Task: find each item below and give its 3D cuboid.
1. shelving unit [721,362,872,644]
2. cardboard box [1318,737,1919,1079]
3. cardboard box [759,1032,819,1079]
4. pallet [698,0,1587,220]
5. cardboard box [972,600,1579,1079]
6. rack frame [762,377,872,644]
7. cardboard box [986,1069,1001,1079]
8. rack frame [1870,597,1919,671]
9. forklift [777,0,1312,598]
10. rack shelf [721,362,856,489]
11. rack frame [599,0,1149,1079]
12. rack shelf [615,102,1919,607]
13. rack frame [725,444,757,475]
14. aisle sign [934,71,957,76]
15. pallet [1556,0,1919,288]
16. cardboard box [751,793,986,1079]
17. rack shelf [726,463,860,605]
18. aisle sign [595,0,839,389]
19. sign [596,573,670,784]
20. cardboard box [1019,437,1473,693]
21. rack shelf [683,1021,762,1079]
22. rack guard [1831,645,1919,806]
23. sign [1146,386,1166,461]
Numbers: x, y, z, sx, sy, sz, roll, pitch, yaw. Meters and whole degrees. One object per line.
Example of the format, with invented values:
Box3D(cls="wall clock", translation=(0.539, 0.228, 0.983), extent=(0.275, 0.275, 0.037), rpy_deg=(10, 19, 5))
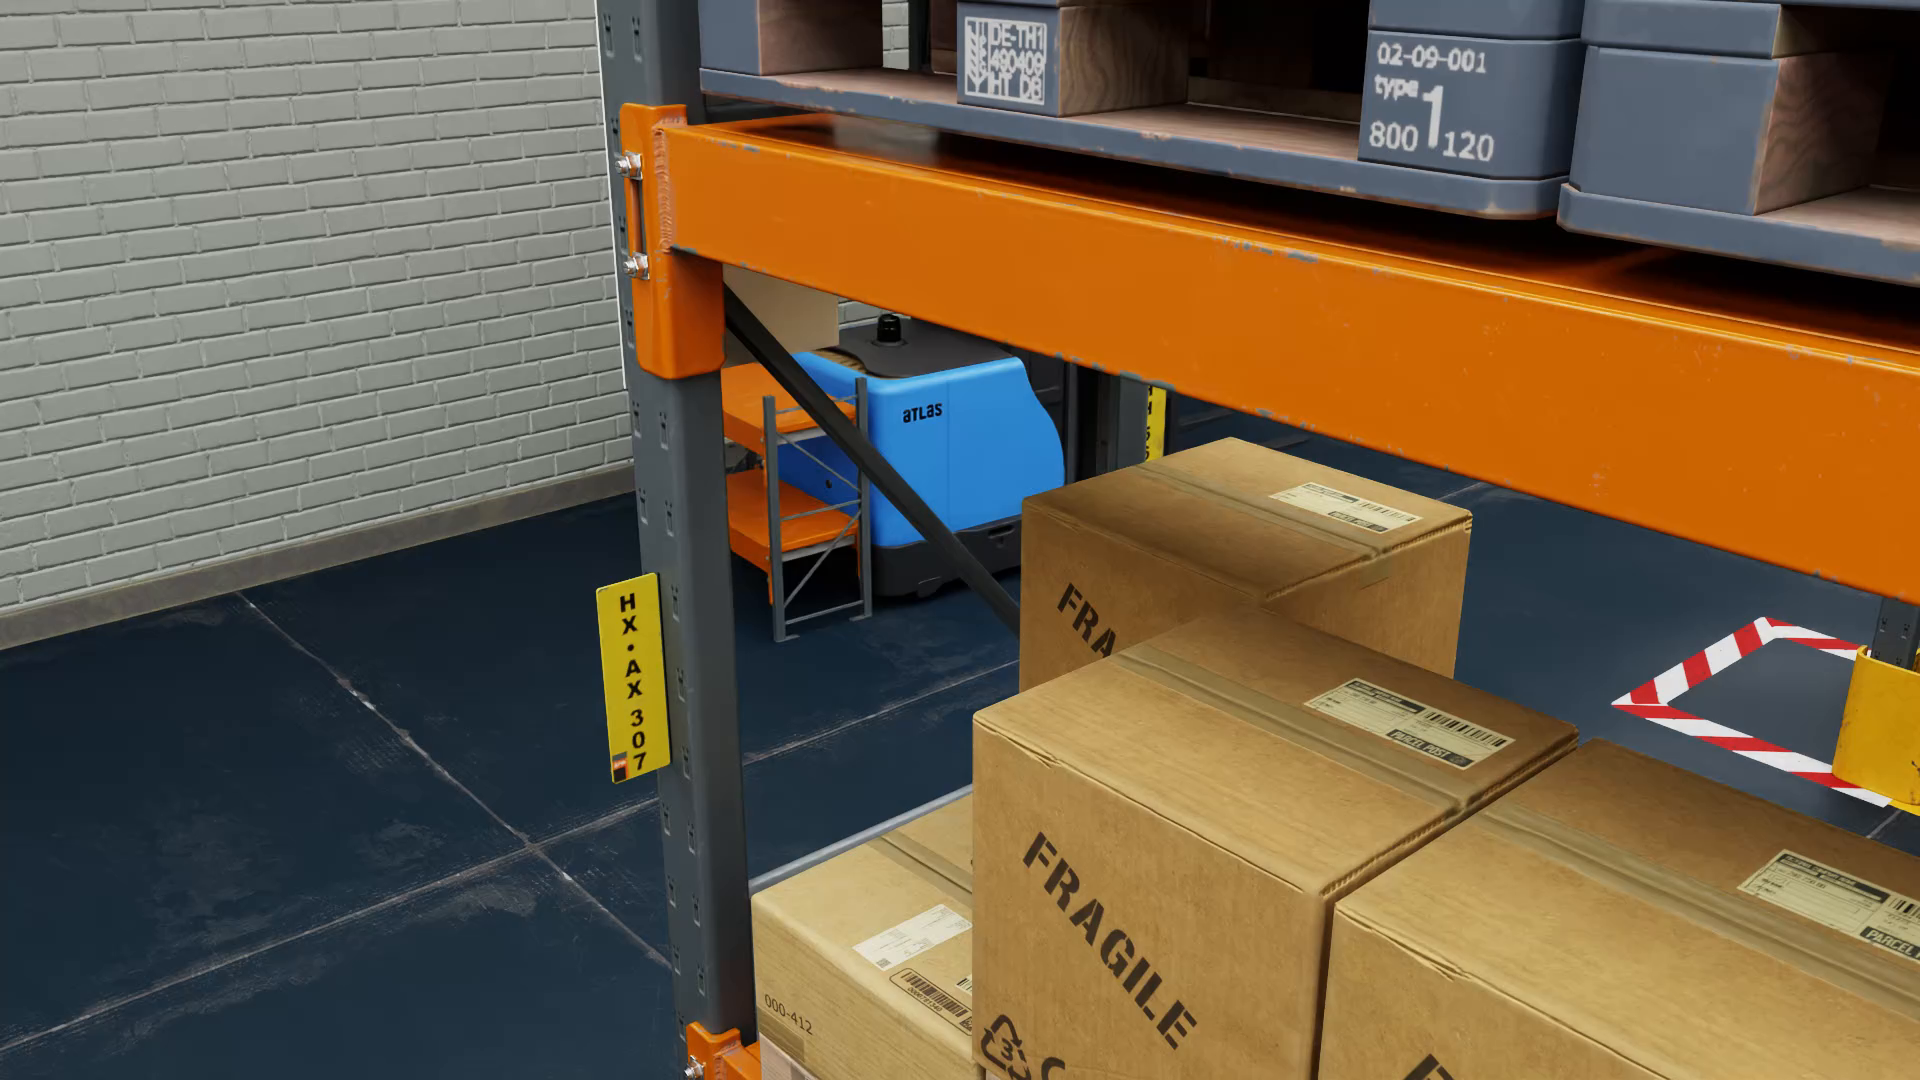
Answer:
Box3D(cls="shelving unit", translation=(-0.912, -0.276, 7.644), extent=(0.538, 1.125, 1.048), rpy_deg=(-15, 26, -33))
Box3D(cls="cardboard box", translation=(0.706, 0.581, 1.657), extent=(0.500, 0.500, 0.500), rpy_deg=(-18, 28, -39))
Box3D(cls="cardboard box", translation=(-0.090, 0.816, 2.633), extent=(0.380, 0.149, 0.250), rpy_deg=(-17, 27, -37))
Box3D(cls="pallet", translation=(0.420, -0.631, 1.990), extent=(1.003, 0.211, 1.213), rpy_deg=(-17, 27, -37))
Box3D(cls="cardboard box", translation=(0.363, 0.439, 2.019), extent=(0.500, 0.500, 0.500), rpy_deg=(-18, 28, -39))
Box3D(cls="rack frame", translation=(-0.612, -0.126, 7.262), extent=(0.500, 1.125, 0.032), rpy_deg=(-15, 26, -33))
Box3D(cls="cardboard box", translation=(0.381, 0.792, 2.146), extent=(0.500, 0.250, 0.500), rpy_deg=(-18, 28, -38))
Box3D(cls="rack frame", translation=(3.752, -0.631, 5.982), extent=(1.000, 3.000, 0.127), rpy_deg=(-17, 27, -37))
Box3D(cls="forklift", translation=(0.566, -1.504, 8.306), extent=(3.031, 2.935, 1.130), rpy_deg=(-15, 26, -34))
Box3D(cls="rack shelf", translation=(-0.912, -0.548, 7.537), extent=(0.538, 0.278, 1.000), rpy_deg=(-15, 26, -33))
Box3D(cls="rack frame", translation=(-0.069, 0.521, 3.040), extent=(0.949, 2.616, 0.053), rpy_deg=(-17, 27, -37))
Box3D(cls="rack shelf", translation=(1.234, 0.013, 1.212), extent=(1.077, 0.370, 4.000), rpy_deg=(-17, 27, -37))
Box3D(cls="rack frame", translation=(-1.211, -0.426, 8.027), extent=(0.500, 1.125, 0.032), rpy_deg=(-15, 26, -33))
Box3D(cls="aisle sign", translation=(0.109, -0.780, 2.797), extent=(0.394, 0.787, 0.004), rpy_deg=(-17, 27, -37))
Box3D(cls="pallet", translation=(1.221, -0.294, 1.129), extent=(1.003, 0.211, 1.213), rpy_deg=(-17, 27, -37))
Box3D(cls="cardboard box", translation=(0.037, 0.650, 2.509), extent=(0.500, 0.250, 0.500), rpy_deg=(-18, 28, -39))
Box3D(cls="rack shelf", translation=(-0.911, -0.048, 7.734), extent=(0.538, 0.278, 1.000), rpy_deg=(-15, 26, -33))
Box3D(cls="aisle sign", translation=(-0.346, -0.637, 2.433), extent=(0.394, 0.787, 0.004), rpy_deg=(-17, 27, -37))
Box3D(cls="sign", translation=(-0.496, 0.213, 2.533), extent=(0.100, 0.325, 0.005), rpy_deg=(-17, 27, -37))
Box3D(cls="cardboard box", translation=(0.445, 0.176, 2.691), extent=(0.500, 0.500, 0.500), rpy_deg=(-17, 27, -37))
Box3D(cls="rack shelf", translation=(1.234, 1.410, 1.759), extent=(1.077, 0.370, 4.000), rpy_deg=(-17, 27, -37))
Box3D(cls="rack guard", translation=(3.801, 0.554, 6.384), extent=(1.175, 0.500, 0.348), rpy_deg=(-17, 27, -37))
Box3D(cls="sign", translation=(0.348, -0.253, 3.104), extent=(0.100, 0.325, 0.005), rpy_deg=(-17, 27, -37))
